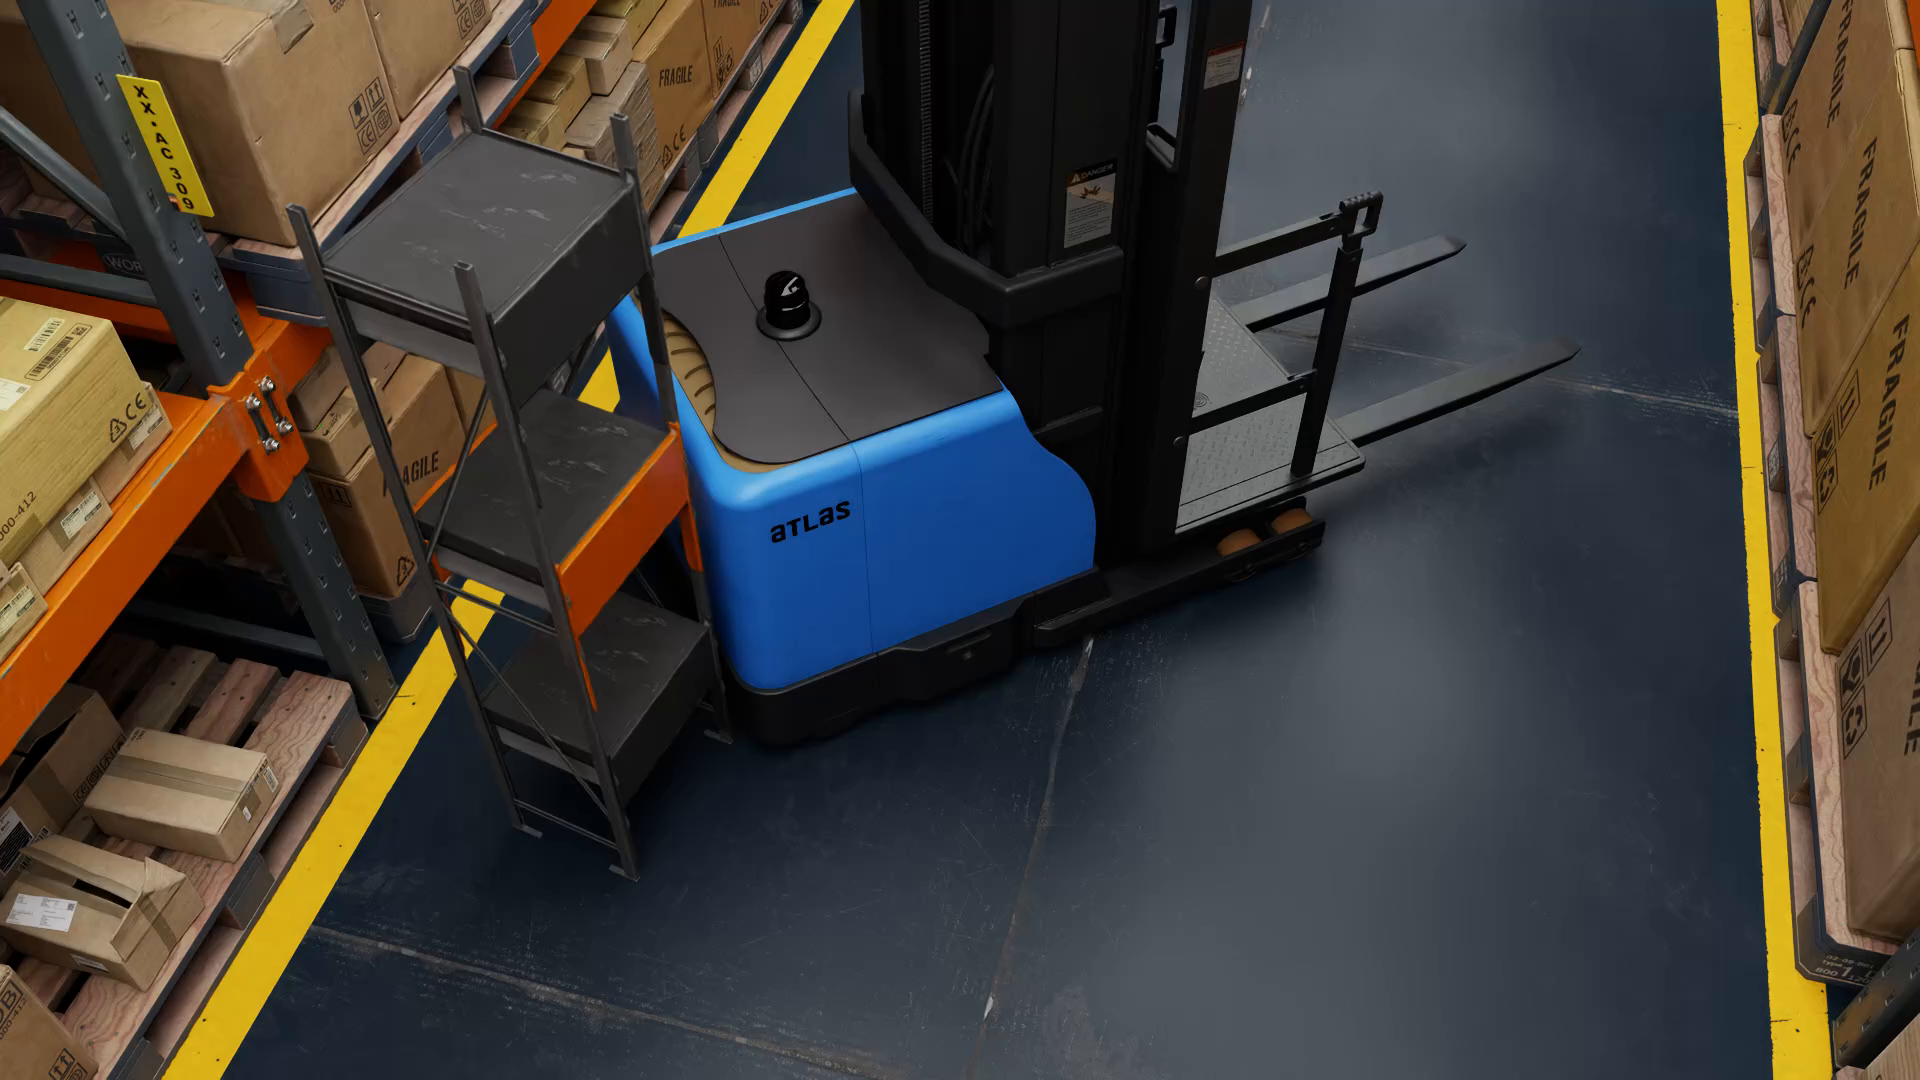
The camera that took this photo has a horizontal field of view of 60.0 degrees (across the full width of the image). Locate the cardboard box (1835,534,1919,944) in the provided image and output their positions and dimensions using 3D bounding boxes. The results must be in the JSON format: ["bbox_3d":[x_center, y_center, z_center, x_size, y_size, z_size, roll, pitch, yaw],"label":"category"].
[{"bbox_3d":[2.738,0.466,3.975,0.875,0.875,0.875,13,50,11],"label":"cardboard box"}]

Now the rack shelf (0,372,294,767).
[{"bbox_3d":[-2.664,1.074,2.781,1.077,0.370,4.000,12,50,10],"label":"rack shelf"}]

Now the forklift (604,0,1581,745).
[{"bbox_3d":[0.559,-1.178,4.335,3.031,2.935,1.130,-20,52,-17],"label":"forklift"}]

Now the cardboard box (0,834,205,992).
[{"bbox_3d":[-2.095,0.874,4.021,0.396,0.266,0.258,13,50,11],"label":"cardboard box"}]

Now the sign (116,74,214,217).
[{"bbox_3d":[-1.612,-0.795,3.374,0.100,0.325,0.005,12,50,10],"label":"sign"}]

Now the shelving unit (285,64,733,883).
[{"bbox_3d":[-0.926,-0.009,3.854,0.431,2.100,0.503,20,52,16],"label":"shelving unit"}]

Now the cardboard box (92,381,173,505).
[{"bbox_3d":[-1.978,-0.247,3.635,0.380,0.149,0.250,12,50,11],"label":"cardboard box"}]

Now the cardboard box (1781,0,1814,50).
[{"bbox_3d":[3.863,-2.203,6.666,0.950,0.372,0.625,9,49,7],"label":"cardboard box"}]

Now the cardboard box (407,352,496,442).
[{"bbox_3d":[-1.663,-0.615,5.179,0.500,0.500,0.500,11,49,10],"label":"cardboard box"}]

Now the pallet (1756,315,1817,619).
[{"bbox_3d":[3.102,-0.169,5.259,1.003,0.211,1.213,12,50,10],"label":"pallet"}]

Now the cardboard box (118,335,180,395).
[{"bbox_3d":[-2.319,-0.460,4.610,0.380,0.149,0.250,10,49,9],"label":"cardboard box"}]

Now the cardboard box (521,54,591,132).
[{"bbox_3d":[-1.460,-1.502,5.529,0.380,0.149,0.250,12,50,10],"label":"cardboard box"}]

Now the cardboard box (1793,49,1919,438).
[{"bbox_3d":[3.204,-0.835,5.124,0.875,0.875,0.875,12,50,10],"label":"cardboard box"}]

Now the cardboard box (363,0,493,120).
[{"bbox_3d":[-1.658,-1.463,4.194,0.700,0.500,0.500,12,50,10],"label":"cardboard box"}]

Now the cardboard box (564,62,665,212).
[{"bbox_3d":[-1.384,-1.349,5.827,0.500,0.500,0.500,10,49,9],"label":"cardboard box"}]

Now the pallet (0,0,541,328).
[{"bbox_3d":[-1.822,-1.103,4.351,1.003,0.211,1.213,12,50,10],"label":"pallet"}]

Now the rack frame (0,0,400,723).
[{"bbox_3d":[-2.138,-0.611,3.788,1.000,3.000,0.127,12,50,10],"label":"rack frame"}]

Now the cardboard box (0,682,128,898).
[{"bbox_3d":[-2.539,0.571,4.258,0.500,0.311,0.500,13,50,11],"label":"cardboard box"}]

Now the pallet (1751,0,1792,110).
[{"bbox_3d":[3.912,-2.169,7.024,1.003,0.211,1.213,12,50,10],"label":"pallet"}]

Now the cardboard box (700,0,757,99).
[{"bbox_3d":[-1.131,-2.107,6.496,0.500,0.500,0.500,11,49,9],"label":"cardboard box"}]

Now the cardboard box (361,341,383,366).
[{"bbox_3d":[-1.764,-0.640,4.570,0.380,0.149,0.250,9,49,8],"label":"cardboard box"}]

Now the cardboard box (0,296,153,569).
[{"bbox_3d":[-2.036,-0.243,3.365,0.500,0.250,0.500,13,50,11],"label":"cardboard box"}]

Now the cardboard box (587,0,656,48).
[{"bbox_3d":[-1.303,-1.875,5.859,0.380,0.149,0.250,11,49,9],"label":"cardboard box"}]

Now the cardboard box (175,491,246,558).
[{"bbox_3d":[-2.294,-0.336,4.933,0.500,0.500,0.500,11,50,10],"label":"cardboard box"}]

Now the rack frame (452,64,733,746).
[{"bbox_3d":[-0.821,-0.175,4.000,0.400,2.100,0.015,20,52,16],"label":"rack frame"}]

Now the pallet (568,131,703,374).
[{"bbox_3d":[-1.641,-1.169,6.141,1.003,0.211,1.213,12,50,10],"label":"pallet"}]

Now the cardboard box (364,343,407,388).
[{"bbox_3d":[-1.788,-0.560,4.698,0.380,0.149,0.250,10,49,9],"label":"cardboard box"}]

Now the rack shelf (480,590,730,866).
[{"bbox_3d":[-0.931,0.460,4.392,0.431,0.518,0.480,20,52,16],"label":"rack shelf"}]

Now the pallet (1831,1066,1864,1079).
[{"bbox_3d":[2.376,1.824,3.500,1.003,0.211,1.213,12,50,10],"label":"pallet"}]

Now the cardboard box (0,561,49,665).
[{"bbox_3d":[-2.071,0.138,3.295,0.380,0.149,0.250,13,50,11],"label":"cardboard box"}]

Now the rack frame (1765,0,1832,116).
[{"bbox_3d":[3.705,-2.527,5.480,1.000,3.000,0.127,12,50,10],"label":"rack frame"}]
